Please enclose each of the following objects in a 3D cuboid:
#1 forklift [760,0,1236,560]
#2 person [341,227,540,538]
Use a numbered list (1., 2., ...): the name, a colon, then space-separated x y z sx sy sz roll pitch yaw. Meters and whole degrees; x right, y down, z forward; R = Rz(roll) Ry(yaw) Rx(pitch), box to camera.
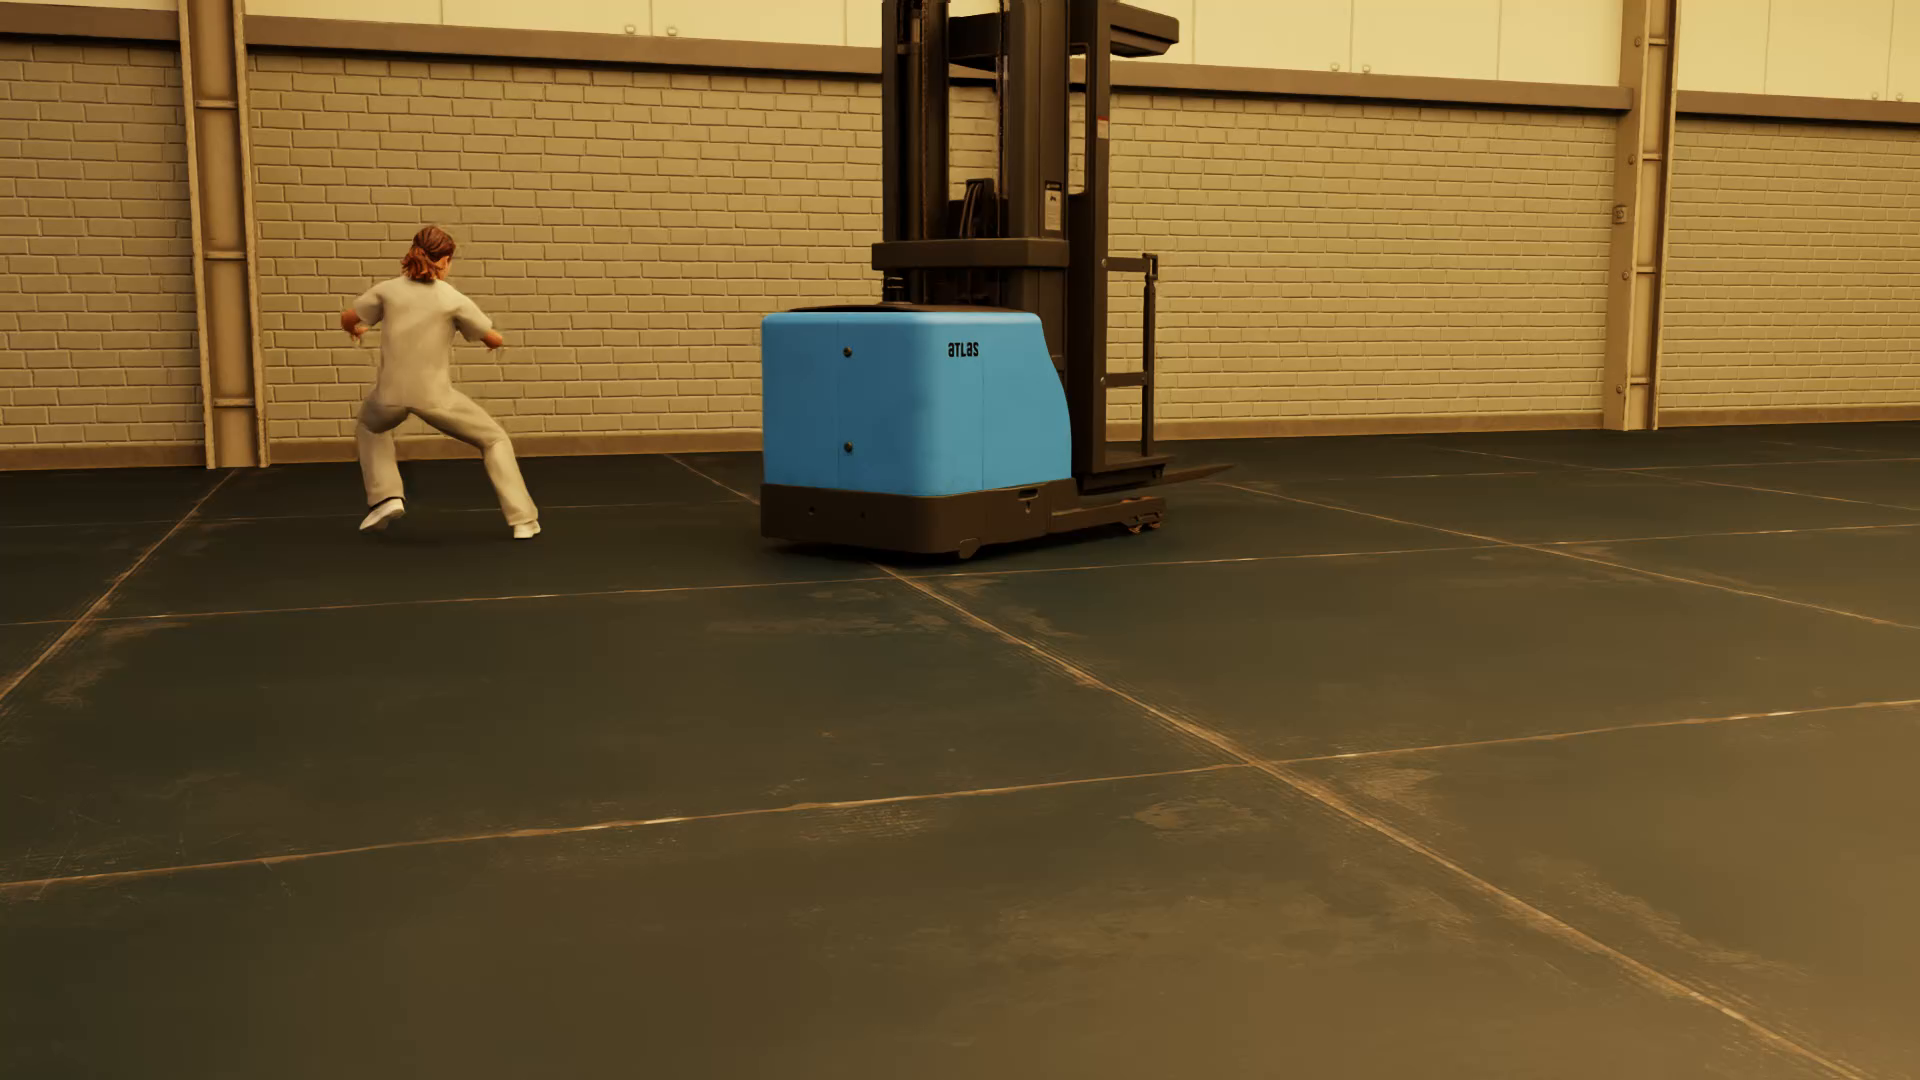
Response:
1. forklift: 0.382 -1.523 8.245 1.130 2.935 3.031 6 10 37
2. person: -2.492 -0.738 7.905 0.913 1.466 0.694 0 8 1
